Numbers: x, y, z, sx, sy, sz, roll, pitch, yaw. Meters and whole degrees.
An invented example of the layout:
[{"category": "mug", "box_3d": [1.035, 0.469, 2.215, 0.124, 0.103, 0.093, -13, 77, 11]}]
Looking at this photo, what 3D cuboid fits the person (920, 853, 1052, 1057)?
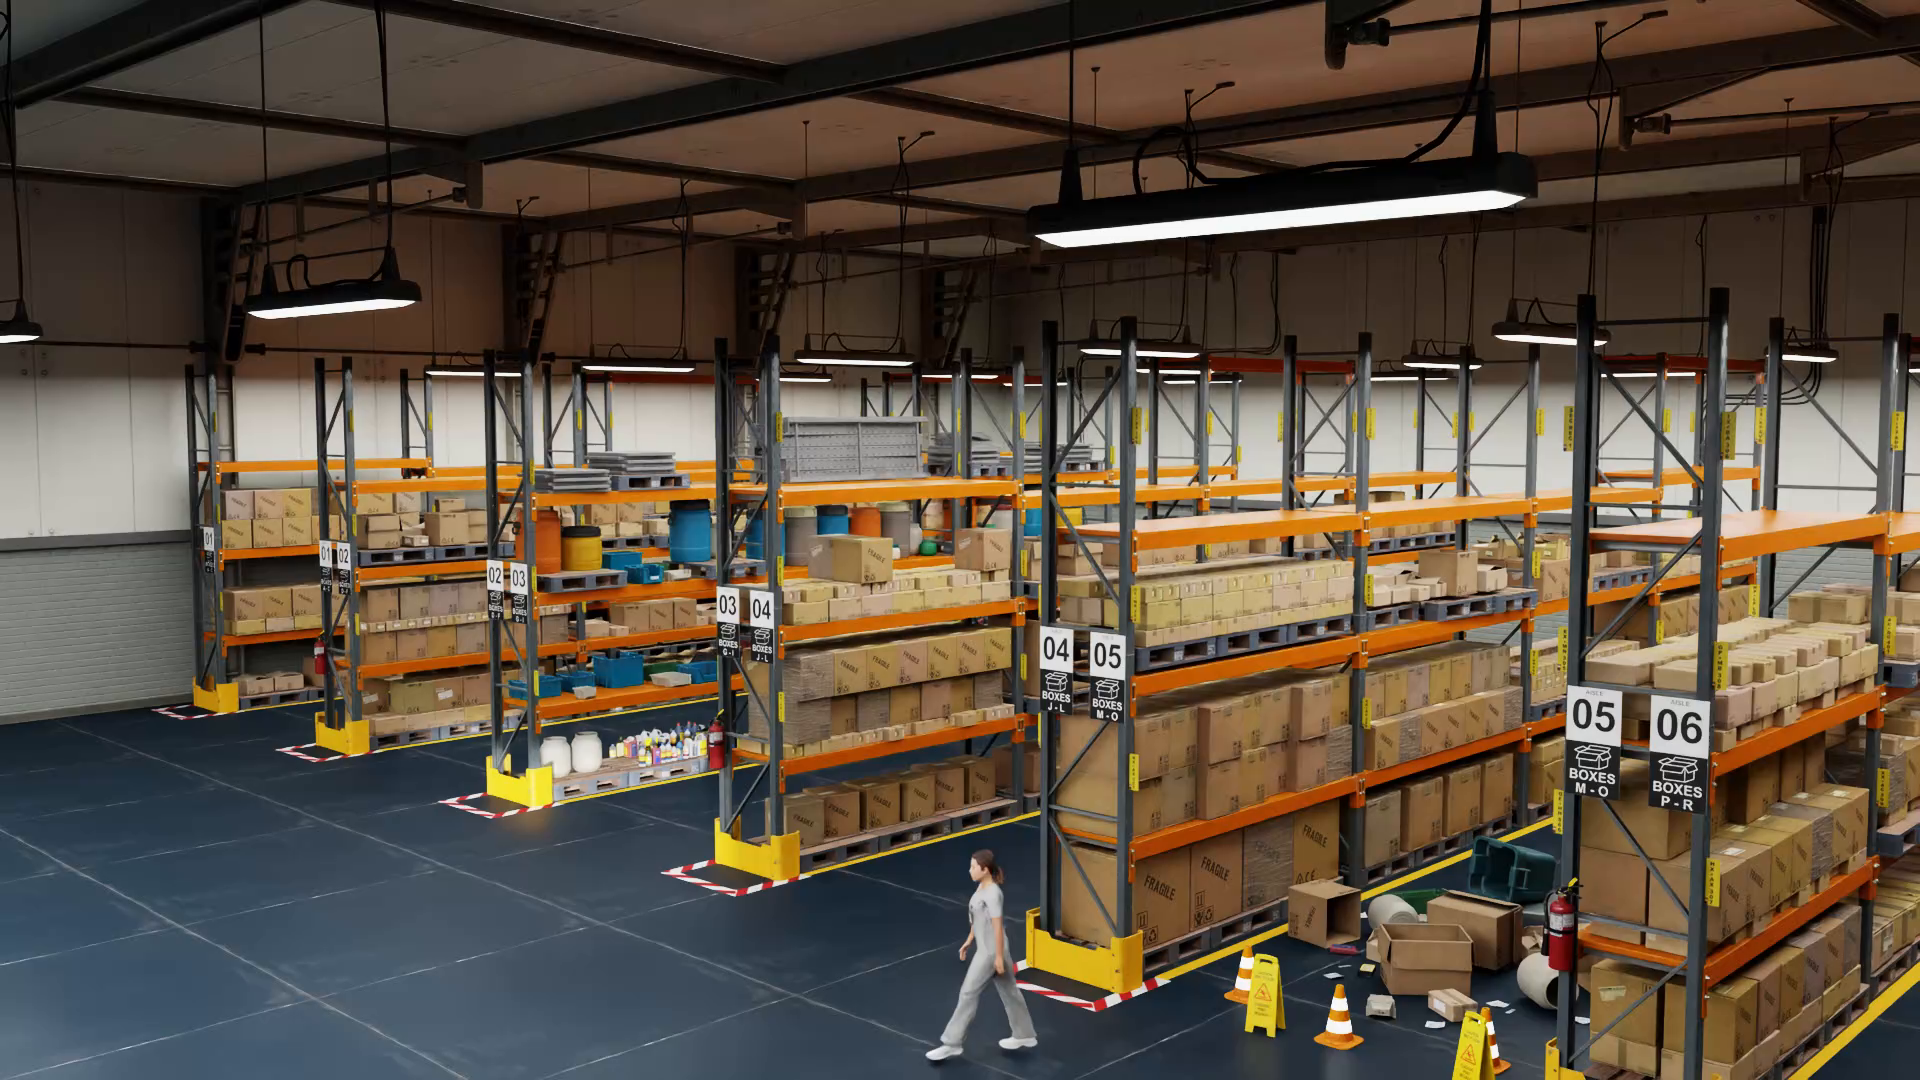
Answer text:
[{"category": "person", "box_3d": [0.217, 3.327, 13.343, 0.982, 1.615, 0.531, 2, 5, 24]}]
